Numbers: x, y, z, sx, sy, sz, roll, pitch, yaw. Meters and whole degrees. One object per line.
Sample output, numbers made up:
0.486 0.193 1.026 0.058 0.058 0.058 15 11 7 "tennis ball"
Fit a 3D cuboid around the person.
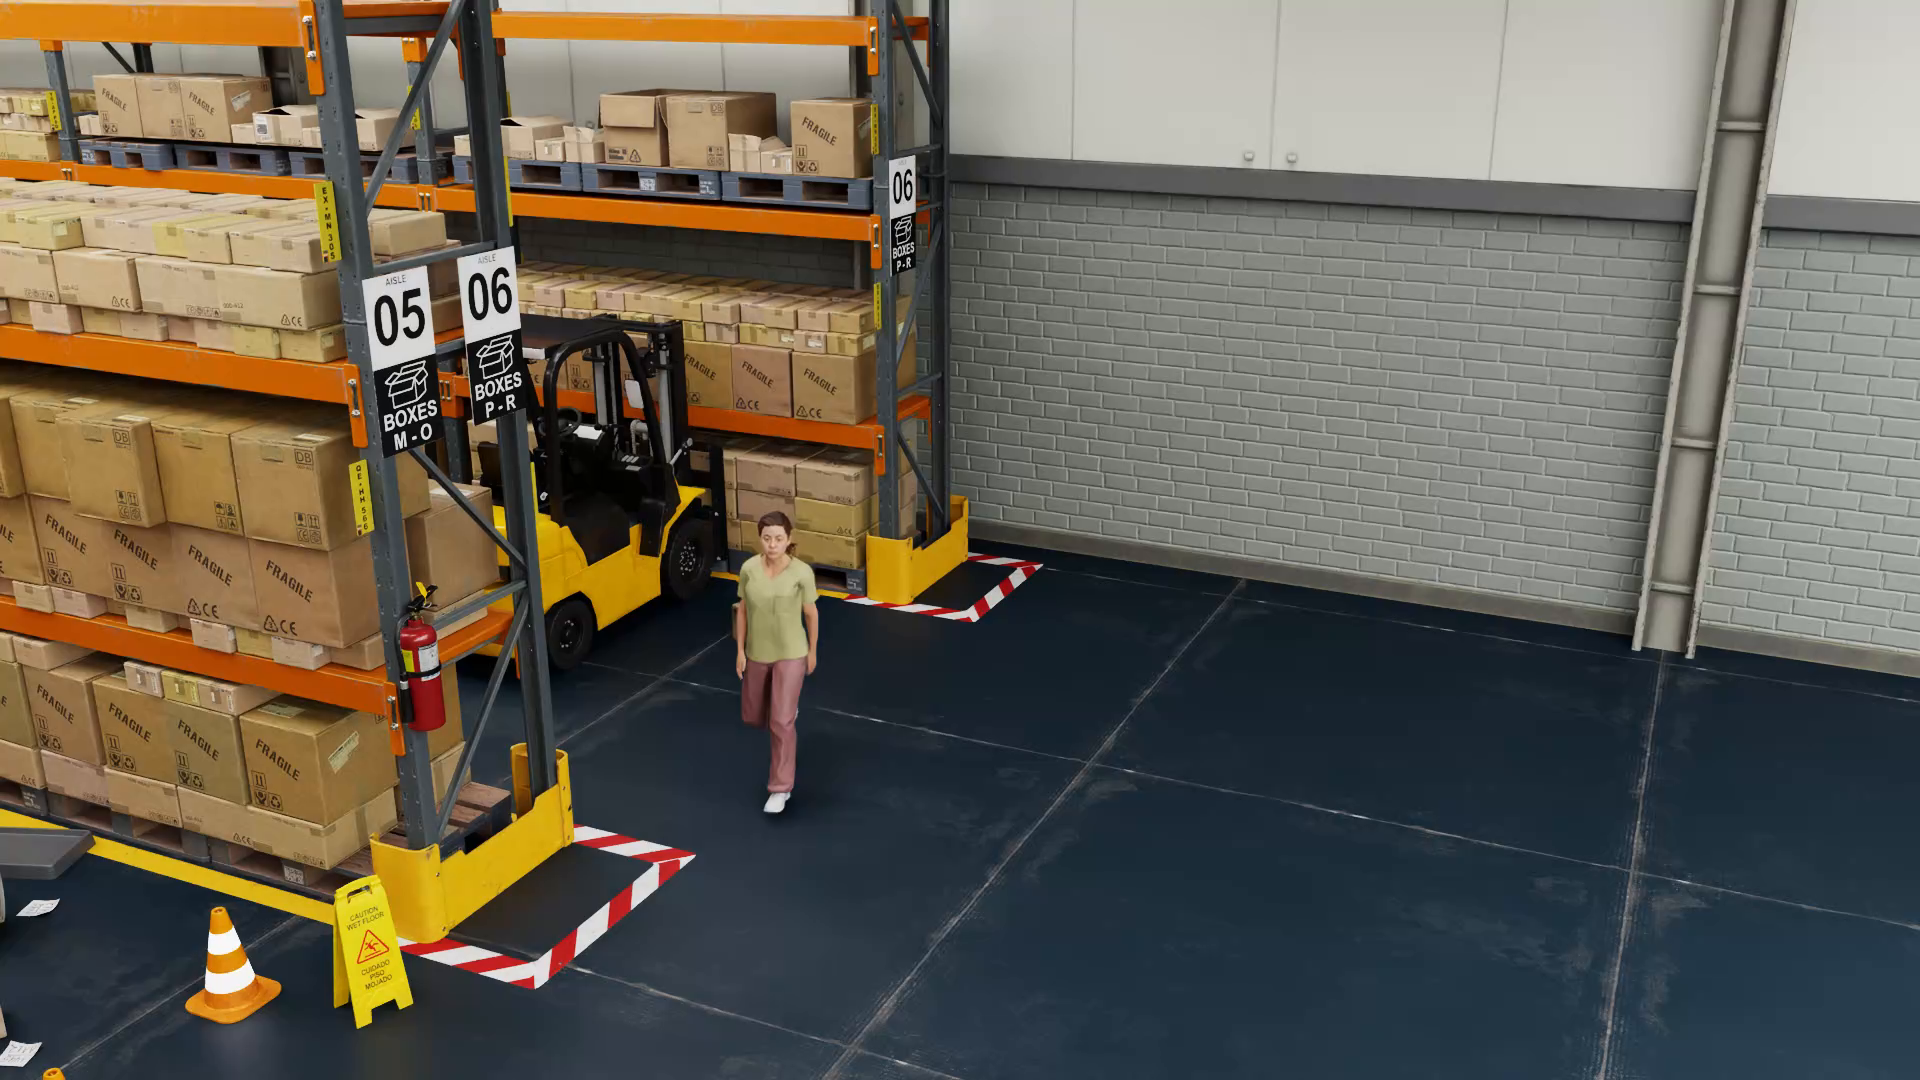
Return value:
-1.003 0.619 9.238 0.443 1.644 0.790 5 20 14 "person"
